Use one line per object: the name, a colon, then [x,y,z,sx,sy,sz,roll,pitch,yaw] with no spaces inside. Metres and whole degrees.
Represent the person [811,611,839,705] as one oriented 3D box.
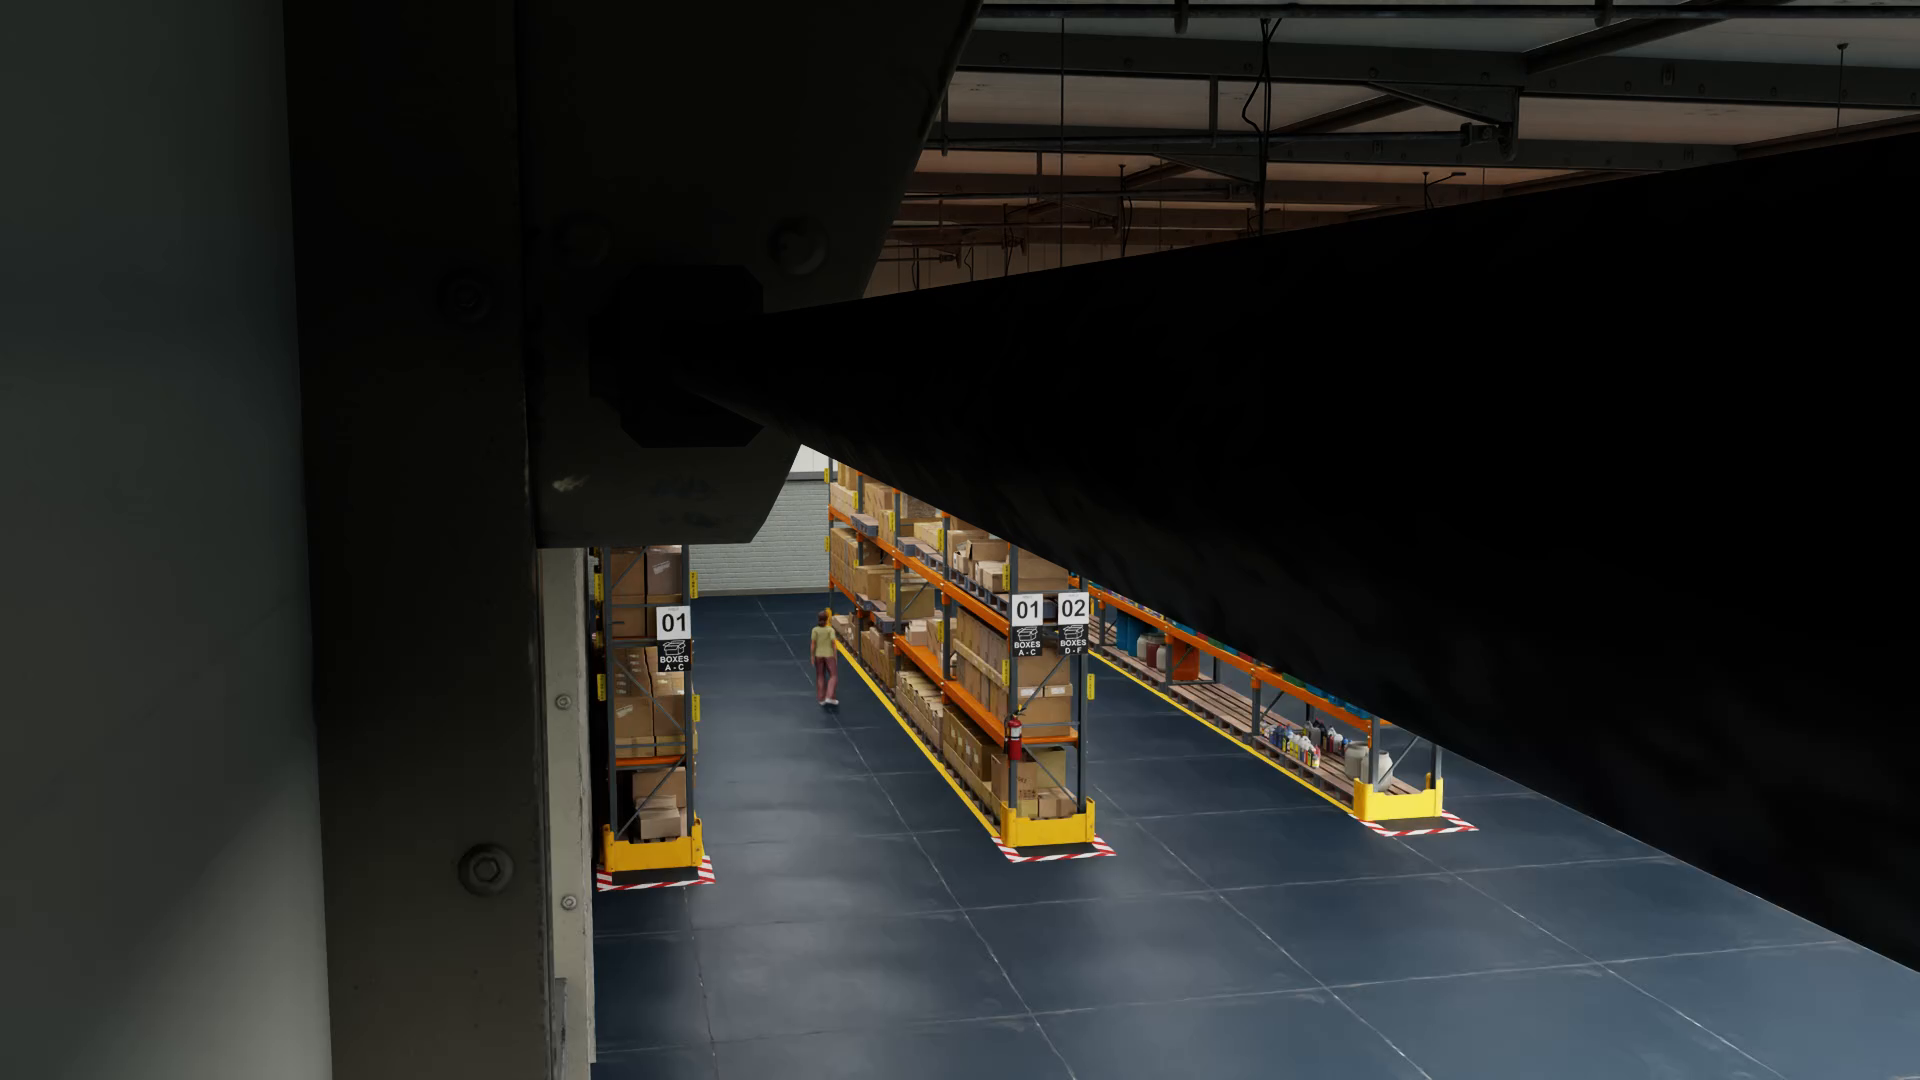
person: [-2.364,2.068,29.018,0.490,1.668,0.507,1,7,11]
